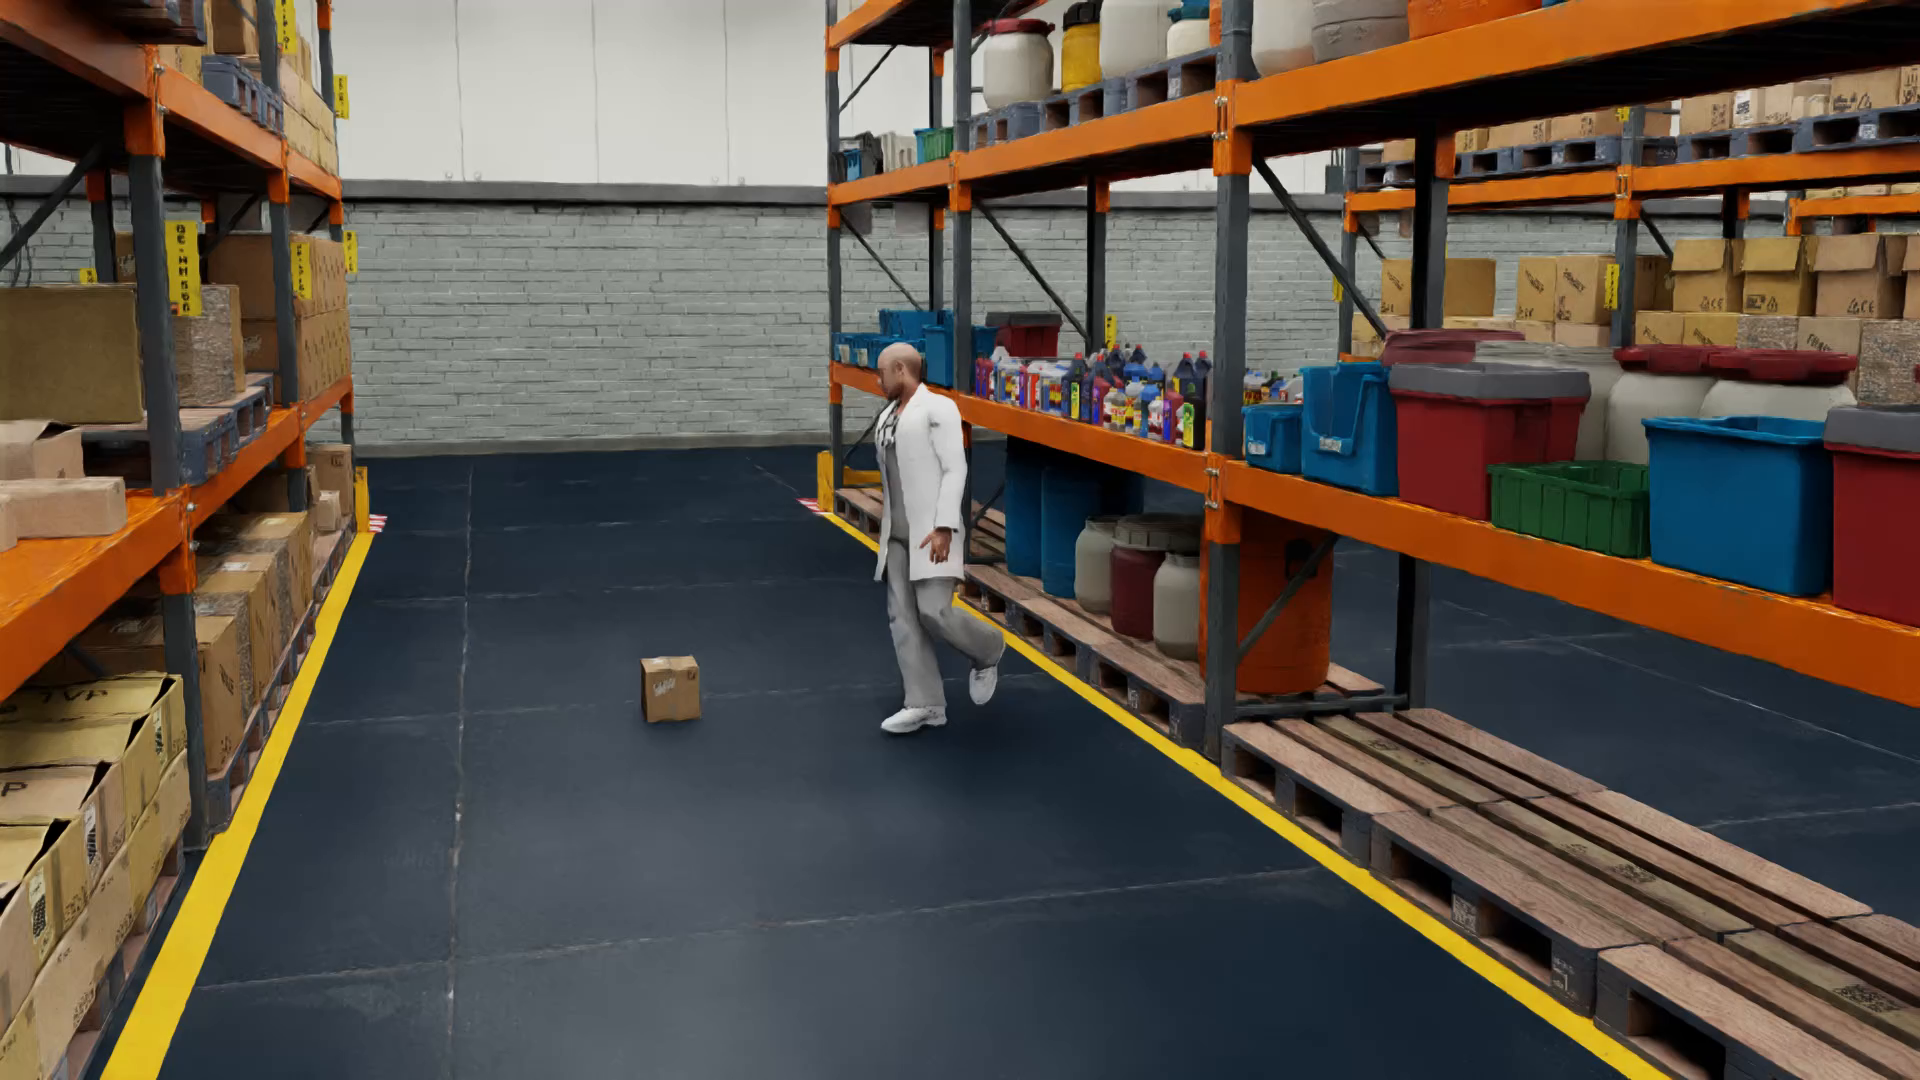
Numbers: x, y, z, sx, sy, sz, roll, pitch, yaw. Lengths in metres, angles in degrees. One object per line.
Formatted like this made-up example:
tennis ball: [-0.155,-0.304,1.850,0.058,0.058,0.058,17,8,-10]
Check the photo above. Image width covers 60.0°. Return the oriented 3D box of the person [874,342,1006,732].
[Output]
person: [-0.147,-0.029,7.669,0.733,1.751,0.623,-8,12,-42]
